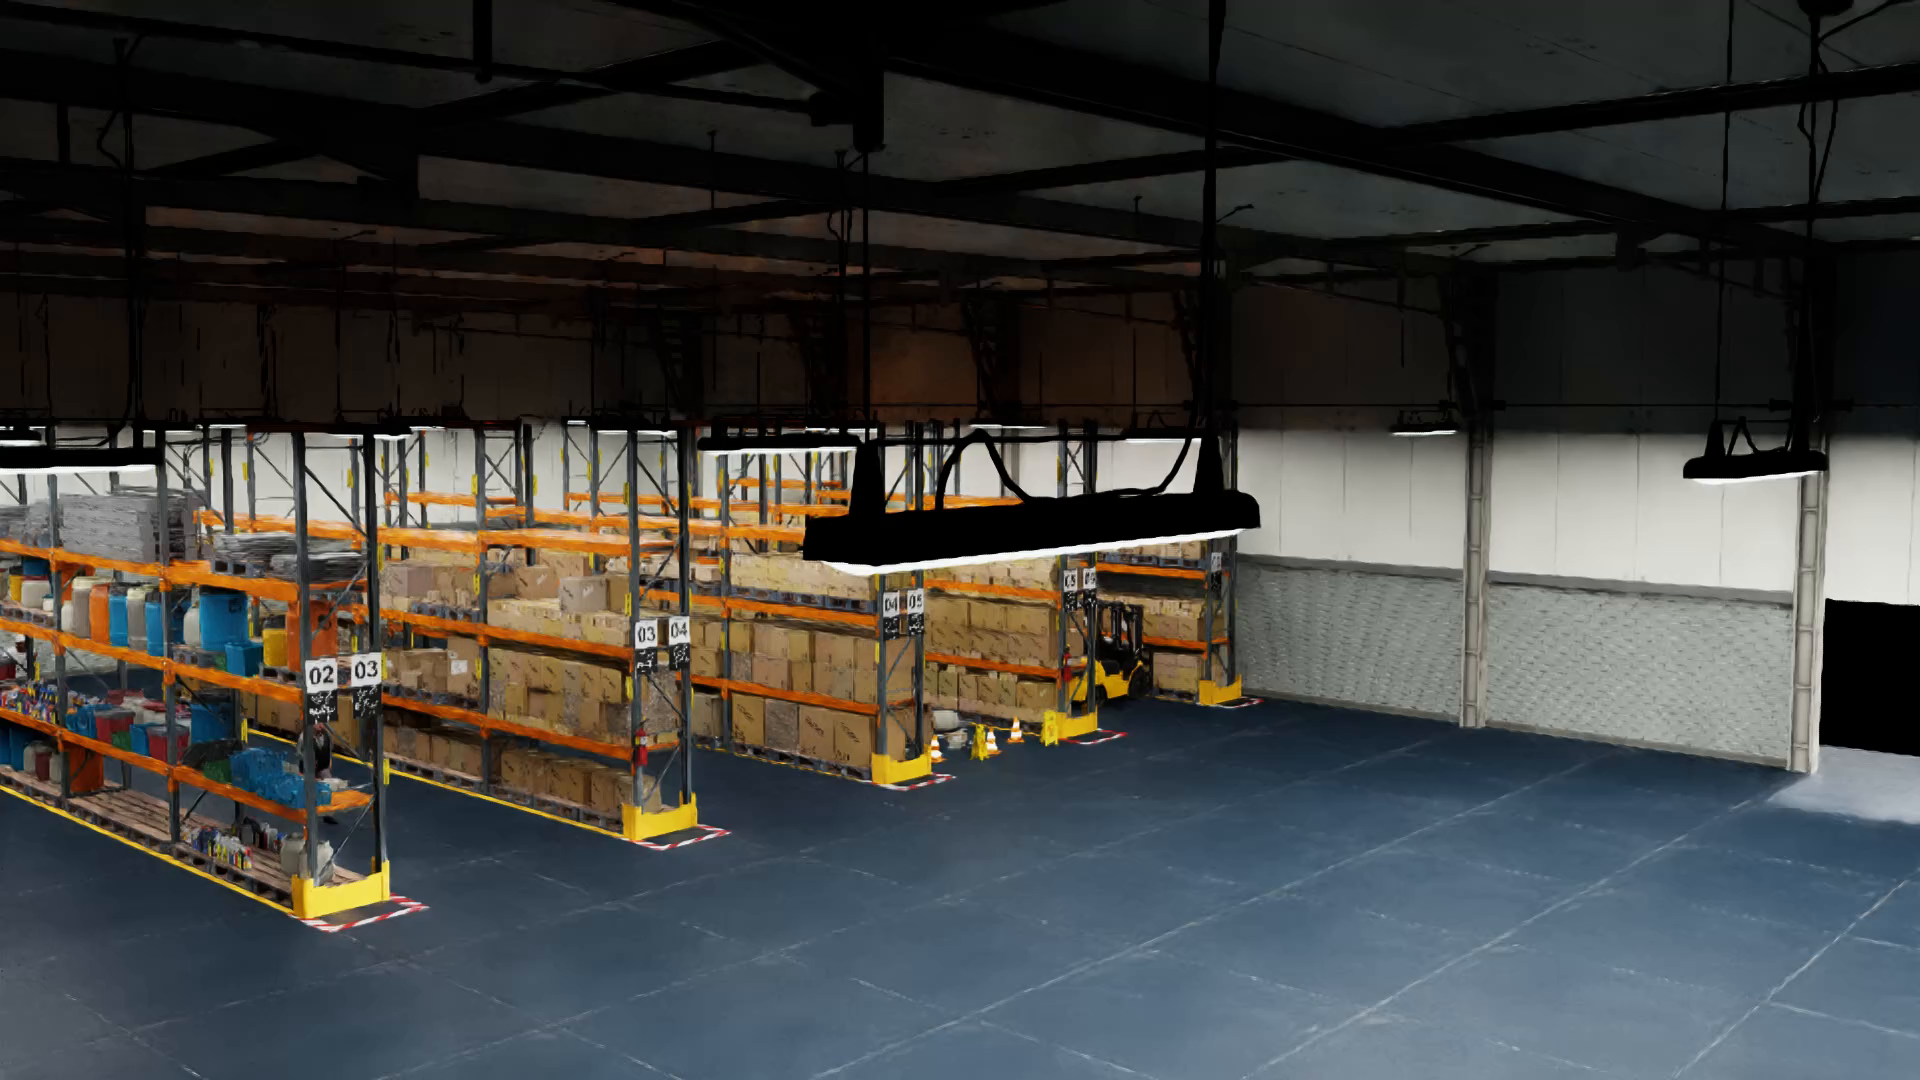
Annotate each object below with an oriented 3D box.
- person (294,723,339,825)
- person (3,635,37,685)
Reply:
[{"bbox_3d":[-9.728,3.451,25.102,0.677,1.655,0.860,-4,6,-43],"label":"person"},{"bbox_3d":[-19.063,2.736,33.762,0.697,1.676,0.895,-4,6,-41],"label":"person"}]
